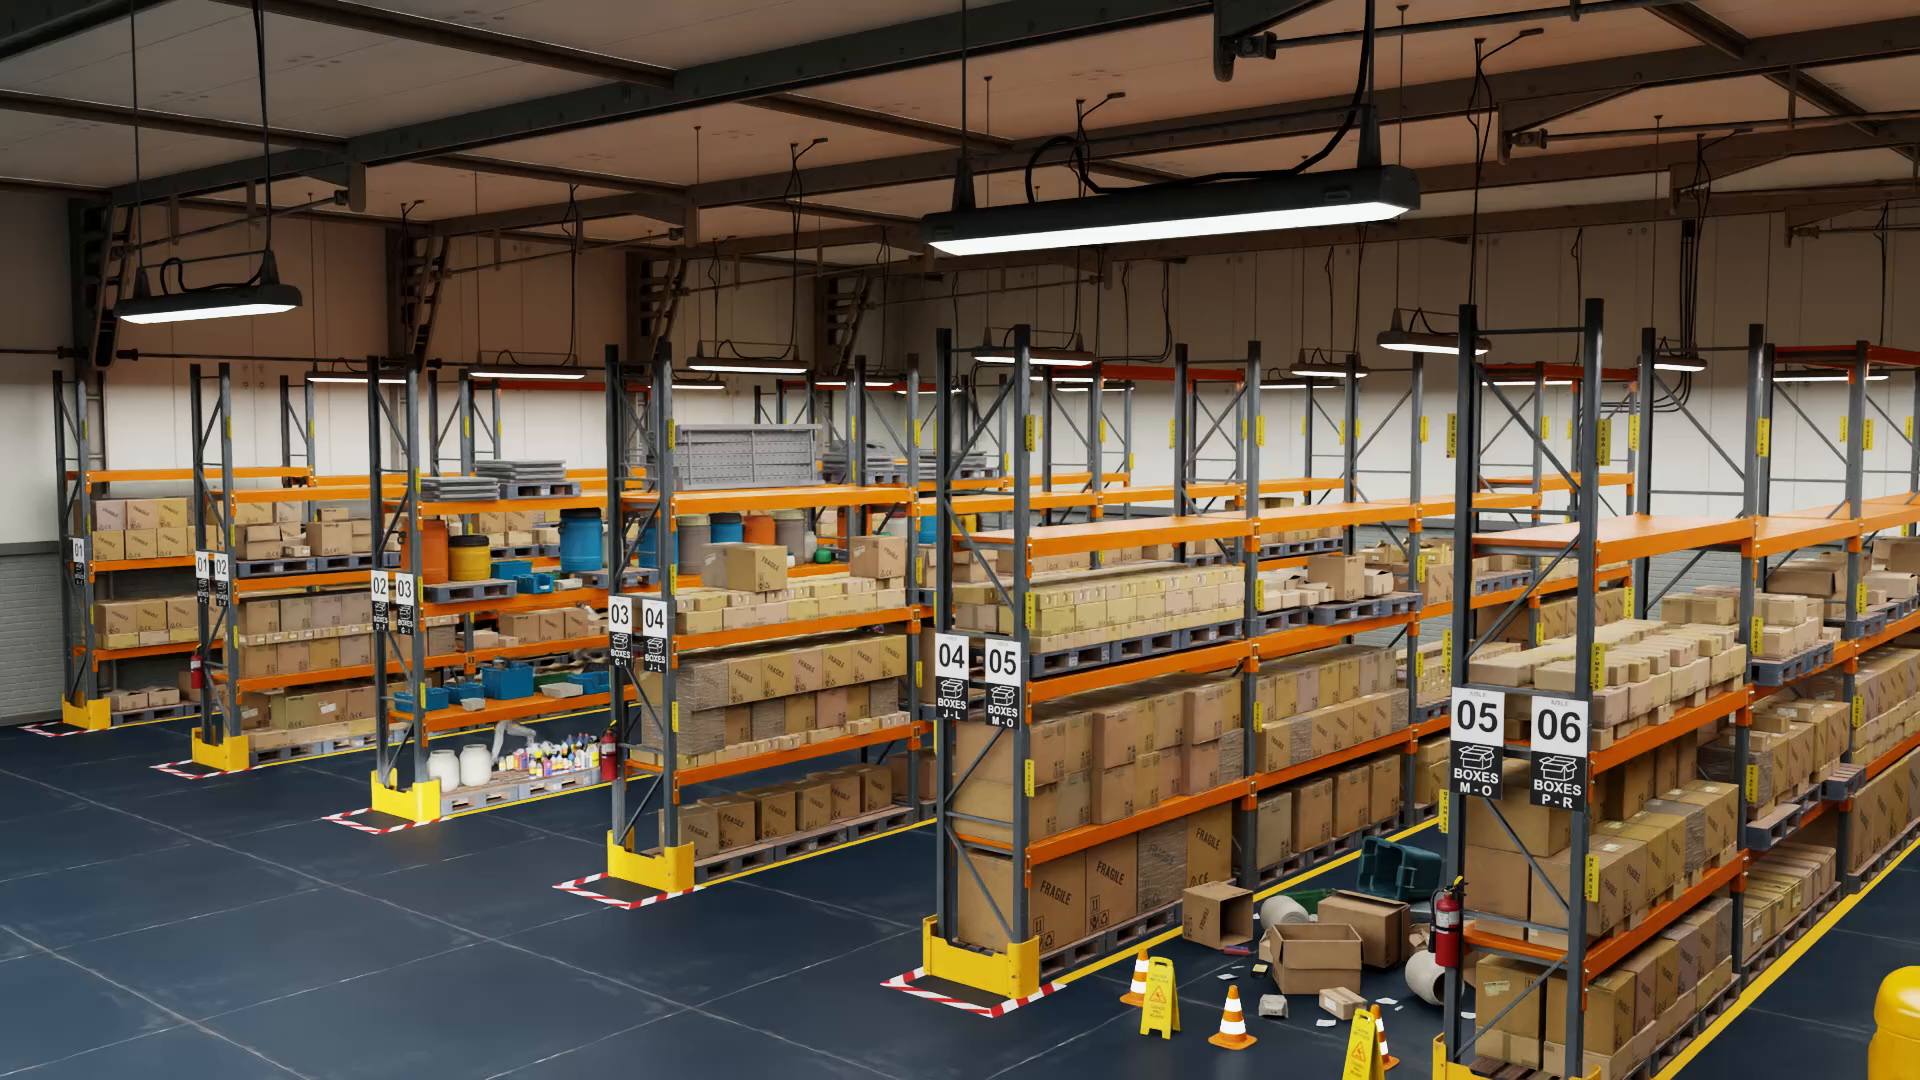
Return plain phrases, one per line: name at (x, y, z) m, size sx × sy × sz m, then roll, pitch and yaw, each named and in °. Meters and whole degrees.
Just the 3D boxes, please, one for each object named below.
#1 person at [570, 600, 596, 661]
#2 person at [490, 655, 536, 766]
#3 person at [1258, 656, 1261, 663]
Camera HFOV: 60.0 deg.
person at (-7.575, 1.894, 33.359) m, size 0.669 × 1.733 × 0.760 m, roll 3°, pitch 5°, yaw 31°
person at (-6.812, 2.537, 25.168) m, size 0.615 × 1.682 × 1.024 m, roll 3°, pitch 5°, yaw 34°
person at (4.520, 2.517, 25.616) m, size 0.509 × 1.604 × 0.667 m, roll 4°, pitch 6°, yaw 44°
